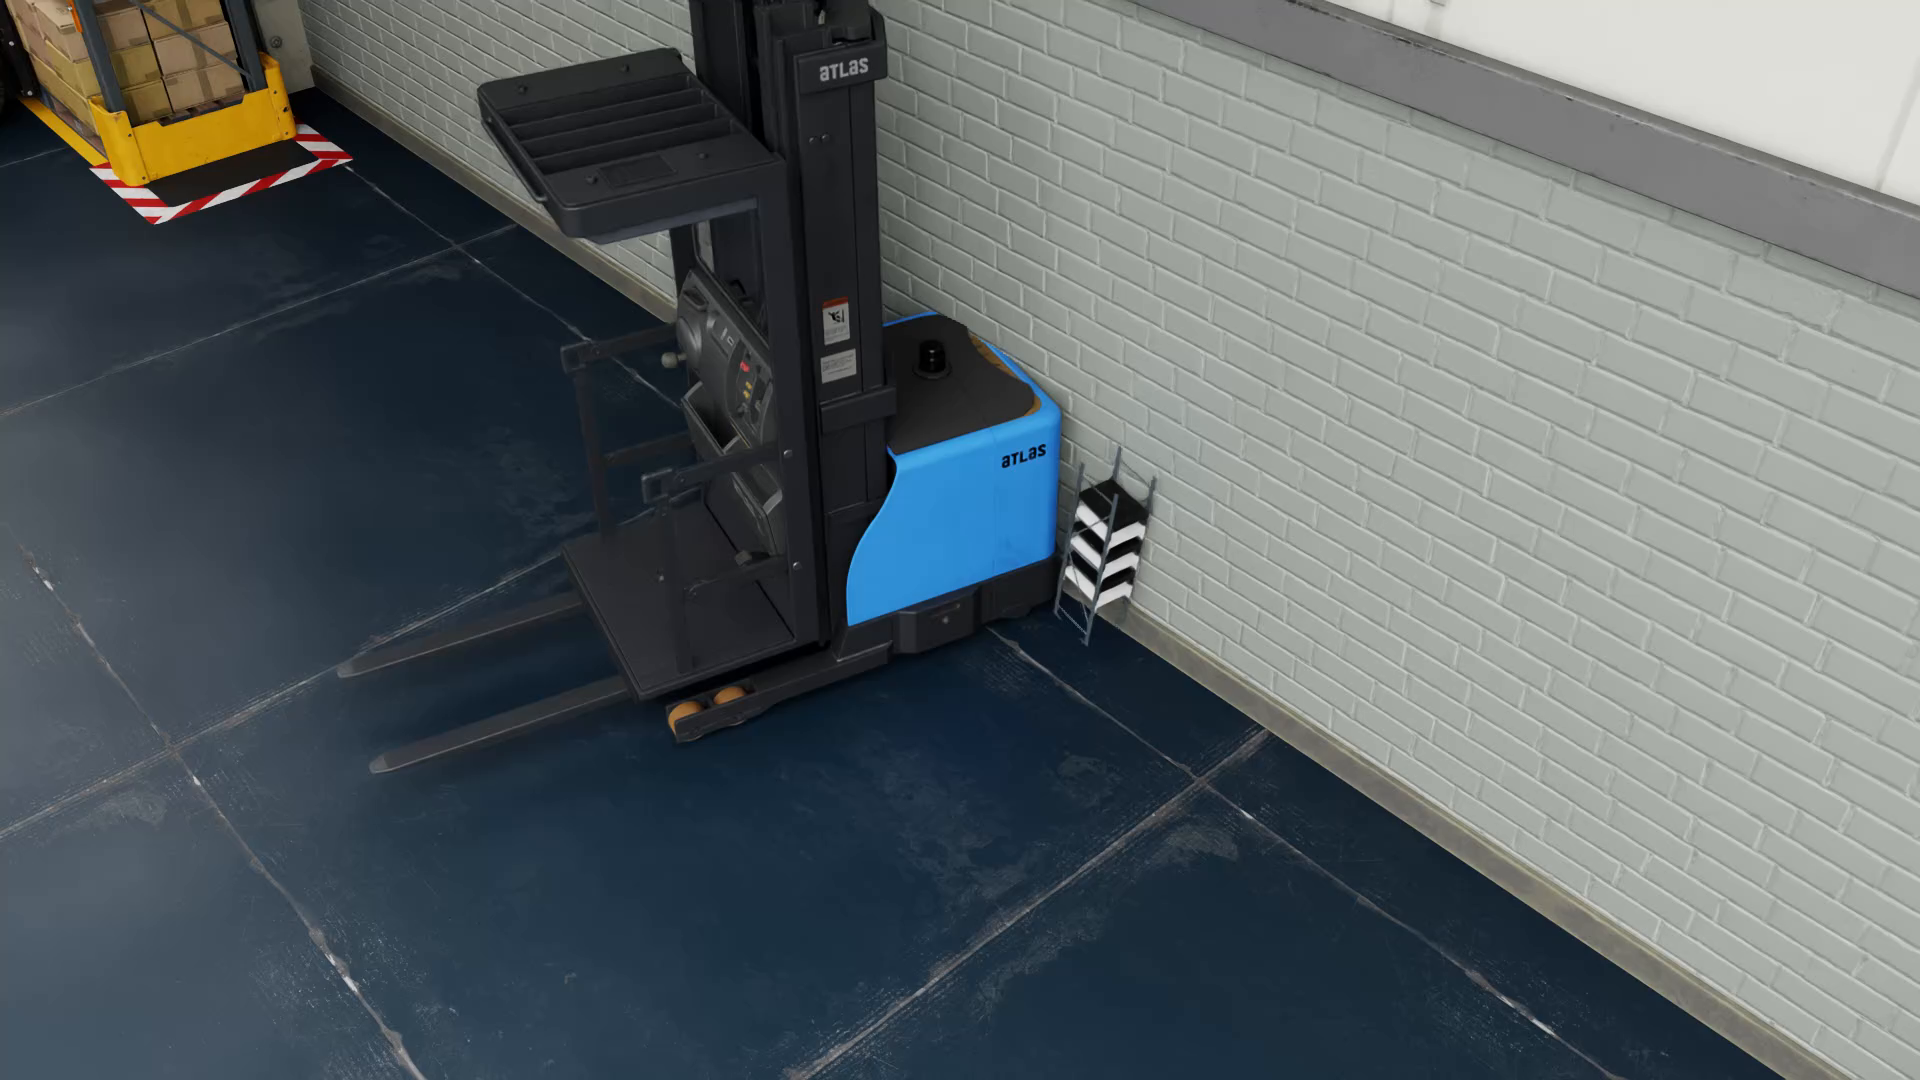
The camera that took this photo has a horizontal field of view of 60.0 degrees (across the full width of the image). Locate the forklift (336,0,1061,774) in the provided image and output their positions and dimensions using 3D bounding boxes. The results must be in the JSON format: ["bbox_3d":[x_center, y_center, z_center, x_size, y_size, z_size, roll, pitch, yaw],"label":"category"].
[{"bbox_3d":[-1.107,-0.685,6.473,3.031,2.935,1.130,-18,42,-21],"label":"forklift"}]

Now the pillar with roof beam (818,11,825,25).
[{"bbox_3d":[-3.998,-2.218,3.542,9.100,9.000,0.400,-30,48,-32],"label":"pillar with roof beam"}]

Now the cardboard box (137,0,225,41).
[{"bbox_3d":[-5.264,-3.571,11.050,0.500,0.250,0.500,-31,48,-32],"label":"cardboard box"}]

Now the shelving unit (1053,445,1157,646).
[{"bbox_3d":[0.612,0.037,7.132,0.210,0.900,0.258,-24,52,-28],"label":"shelving unit"}]

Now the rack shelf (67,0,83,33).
[{"bbox_3d":[-6.431,-4.431,11.629,1.077,0.370,4.000,-30,48,-32],"label":"rack shelf"}]

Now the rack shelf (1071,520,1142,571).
[{"bbox_3d":[0.617,-0.004,7.093,0.200,0.077,0.258,-24,52,-28],"label":"rack shelf"}]

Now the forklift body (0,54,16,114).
[{"bbox_3d":[-7.704,-3.557,10.650,2.313,2.155,1.214,-30,48,-32],"label":"forklift body"}]

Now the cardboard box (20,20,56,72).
[{"bbox_3d":[-5.969,-3.402,11.239,0.500,0.250,0.500,-30,48,-32],"label":"cardboard box"}]

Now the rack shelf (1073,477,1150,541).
[{"bbox_3d":[0.633,-0.133,6.968,0.200,0.077,0.258,-24,52,-28],"label":"rack shelf"}]

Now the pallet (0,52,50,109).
[{"bbox_3d":[-6.447,-3.601,12.248,1.003,0.211,1.213,-30,48,-32],"label":"pallet"}]

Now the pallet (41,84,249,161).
[{"bbox_3d":[-5.626,-3.036,11.549,1.003,0.211,1.213,-30,48,-32],"label":"pallet"}]

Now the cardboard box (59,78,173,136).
[{"bbox_3d":[-5.629,-2.962,11.092,0.500,0.250,0.500,-30,47,-31],"label":"cardboard box"}]

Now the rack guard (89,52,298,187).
[{"bbox_3d":[-5.062,-2.801,11.029,1.175,0.500,0.348,-30,48,-32],"label":"rack guard"}]

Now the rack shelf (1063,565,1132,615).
[{"bbox_3d":[0.594,0.190,7.280,0.200,0.077,0.258,-24,52,-28],"label":"rack shelf"}]

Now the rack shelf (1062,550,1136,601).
[{"bbox_3d":[0.601,0.125,7.217,0.200,0.077,0.258,-24,52,-28],"label":"rack shelf"}]

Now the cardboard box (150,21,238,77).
[{"bbox_3d":[-5.243,-3.379,11.211,0.500,0.250,0.500,-29,47,-31],"label":"cardboard box"}]

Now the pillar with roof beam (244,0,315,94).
[{"bbox_3d":[-8.056,-4.995,6.980,9.100,9.000,0.400,-30,48,-32],"label":"pillar with roof beam"}]

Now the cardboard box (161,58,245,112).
[{"bbox_3d":[-5.266,-3.189,11.373,0.500,0.250,0.500,-30,48,-32],"label":"cardboard box"}]

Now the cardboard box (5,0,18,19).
[{"bbox_3d":[-6.318,-3.811,11.348,0.500,0.250,0.500,-29,47,-31],"label":"cardboard box"}]

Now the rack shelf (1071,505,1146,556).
[{"bbox_3d":[0.625,-0.068,7.030,0.200,0.077,0.258,-24,52,-28],"label":"rack shelf"}]

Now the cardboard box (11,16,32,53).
[{"bbox_3d":[-6.333,-3.632,11.524,0.500,0.250,0.500,-31,48,-33],"label":"cardboard box"}]

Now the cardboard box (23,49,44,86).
[{"bbox_3d":[-6.290,-3.431,11.673,0.500,0.250,0.500,-29,47,-31],"label":"cardboard box"}]

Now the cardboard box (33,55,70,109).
[{"bbox_3d":[-5.958,-3.196,11.382,0.500,0.250,0.500,-30,48,-32],"label":"cardboard box"}]

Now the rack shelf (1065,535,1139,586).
[{"bbox_3d":[0.609,0.061,7.155,0.200,0.077,0.258,-24,52,-28],"label":"rack shelf"}]

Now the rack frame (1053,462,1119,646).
[{"bbox_3d":[0.530,0.073,7.084,0.006,0.900,0.240,-24,52,-28],"label":"rack frame"}]

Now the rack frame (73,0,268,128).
[{"bbox_3d":[-5.078,-3.785,10.257,1.000,3.000,0.127,-30,48,-32],"label":"rack frame"}]

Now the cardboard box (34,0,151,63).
[{"bbox_3d":[-5.619,-3.348,10.775,0.500,0.250,0.500,-28,47,-30],"label":"cardboard box"}]

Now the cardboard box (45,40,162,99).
[{"bbox_3d":[-5.638,-3.166,10.946,0.500,0.250,0.500,-31,48,-32],"label":"cardboard box"}]

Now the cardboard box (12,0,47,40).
[{"bbox_3d":[-5.969,-3.582,11.064,0.500,0.250,0.500,-29,47,-31],"label":"cardboard box"}]

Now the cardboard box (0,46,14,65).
[{"bbox_3d":[-6.657,-3.662,11.959,0.500,0.250,0.500,-28,47,-30],"label":"cardboard box"}]

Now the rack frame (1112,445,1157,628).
[{"bbox_3d":[0.694,0.001,7.180,0.006,0.900,0.240,-24,52,-28],"label":"rack frame"}]
